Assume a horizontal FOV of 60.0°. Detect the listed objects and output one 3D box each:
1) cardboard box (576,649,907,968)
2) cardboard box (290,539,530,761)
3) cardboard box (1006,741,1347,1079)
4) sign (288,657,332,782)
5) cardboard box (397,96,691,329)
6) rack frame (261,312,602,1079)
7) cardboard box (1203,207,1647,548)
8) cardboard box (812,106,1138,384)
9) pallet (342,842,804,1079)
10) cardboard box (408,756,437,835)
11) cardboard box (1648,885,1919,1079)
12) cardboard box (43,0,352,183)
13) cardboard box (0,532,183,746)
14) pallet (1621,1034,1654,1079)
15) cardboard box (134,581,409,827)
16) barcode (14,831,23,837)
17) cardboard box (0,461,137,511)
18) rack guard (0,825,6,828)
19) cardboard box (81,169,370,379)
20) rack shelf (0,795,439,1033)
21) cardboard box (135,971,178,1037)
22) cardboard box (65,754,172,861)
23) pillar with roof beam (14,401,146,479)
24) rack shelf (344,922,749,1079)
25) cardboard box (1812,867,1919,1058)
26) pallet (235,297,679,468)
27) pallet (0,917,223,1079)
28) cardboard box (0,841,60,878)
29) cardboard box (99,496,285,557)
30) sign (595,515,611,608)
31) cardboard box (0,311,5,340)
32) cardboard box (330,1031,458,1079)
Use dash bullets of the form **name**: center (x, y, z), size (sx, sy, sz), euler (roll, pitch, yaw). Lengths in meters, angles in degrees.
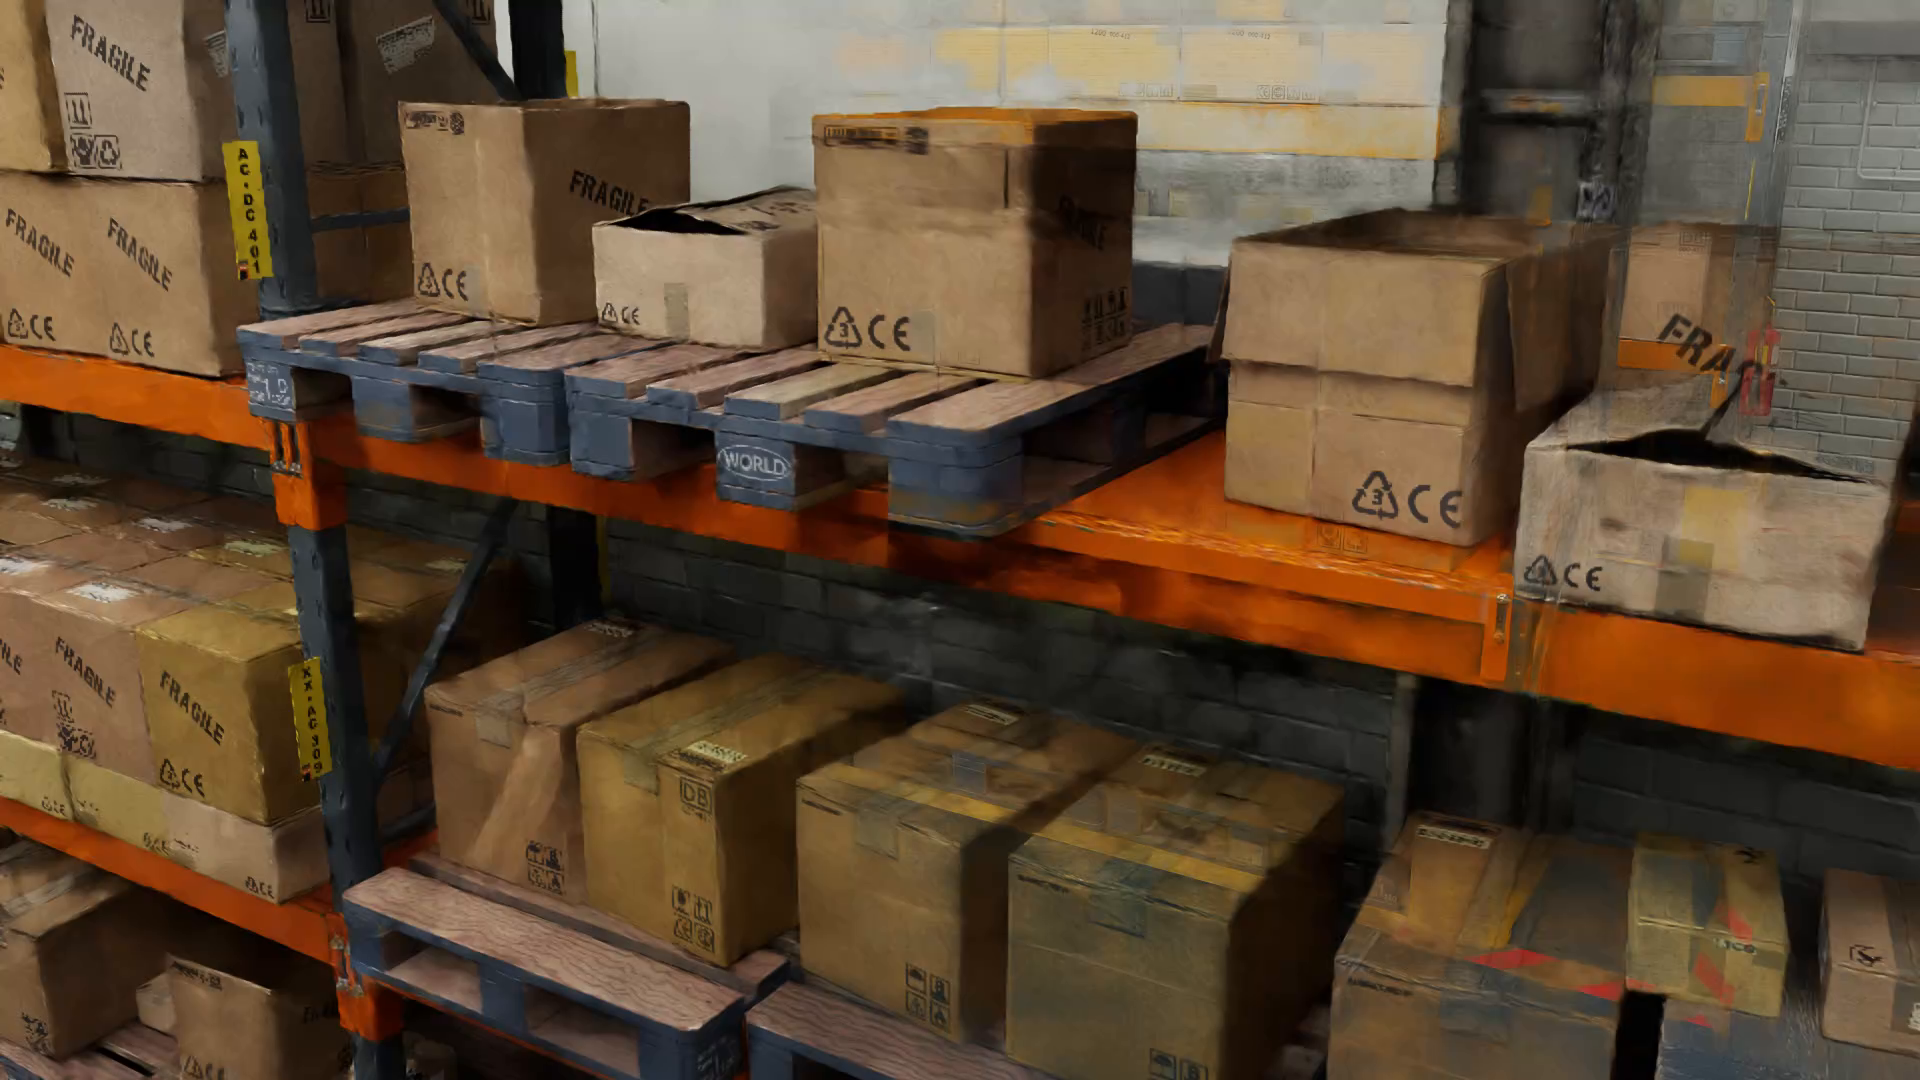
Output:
- **cardboard box**: center (-4.668, -3.313, 15.197), size (0.500, 0.500, 0.700), euler (13, 21, 36)
- **cardboard box**: center (-5.848, -3.647, 16.159), size (0.500, 0.500, 0.500), euler (10, 19, 29)
- **cardboard box**: center (-3.627, -3.130, 14.595), size (0.500, 0.500, 0.700), euler (10, 20, 30)
- **sign**: center (-5.834, -3.506, 15.272), size (0.005, 0.325, 0.100), euler (10, 20, 30)
- **cardboard box**: center (-5.132, -4.808, 14.993), size (0.500, 0.500, 0.500), euler (14, 22, 38)
- **rack frame**: center (-5.556, -3.227, 15.844), size (0.127, 3.000, 1.000), euler (10, 20, 30)
- **cardboard box**: center (-3.204, -4.333, 14.112), size (0.637, 0.503, 0.797), euler (14, 22, 38)
- **cardboard box**: center (-4.082, -4.620, 14.376), size (0.500, 0.500, 0.500), euler (9, 19, 28)
- **pallet**: center (-4.981, -2.983, 15.370), size (1.213, 0.211, 1.003), euler (10, 20, 30)
- **cardboard box**: center (-5.845, -3.289, 16.273), size (0.500, 0.250, 0.500), euler (10, 20, 31)
- **cardboard box**: center (-2.554, -2.946, 13.990), size (0.500, 0.500, 0.700), euler (8, 18, 24)
- **cardboard box**: center (-6.125, -5.207, 15.275), size (0.500, 0.500, 0.500), euler (8, 19, 25)
- **cardboard box**: center (-6.973, -3.673, 16.245), size (0.500, 0.500, 0.500), euler (9, 19, 28)
- **pallet**: center (-2.811, -2.609, 14.139), size (1.003, 0.211, 1.213), euler (10, 20, 30)
- **cardboard box**: center (-6.121, -3.519, 15.738), size (0.500, 0.500, 0.500), euler (10, 20, 30)
- **barcode**: center (-8.198, -2.733, 18.070), size (0.075, 0.075, 0.001), euler (10, 20, 30)
- **cardboard box**: center (-7.585, -3.956, 17.179), size (0.500, 0.500, 0.500), euler (10, 19, 29)
- **rack guard**: center (-8.900, -2.628, 18.172), size (0.348, 0.500, 1.175), euler (10, 20, 30)
- **cardboard box**: center (-6.118, -4.736, 15.443), size (0.500, 0.500, 0.500), euler (11, 20, 32)
- **rack shelf**: center (-7.261, -3.187, 16.950), size (4.000, 0.370, 1.077), euler (10, 20, 30)
- **cardboard box**: center (-6.909, -2.322, 17.011), size (0.250, 0.149, 0.380), euler (8, 19, 26)
- **cardboard box**: center (-6.539, -3.240, 16.109), size (0.500, 0.250, 0.500), euler (10, 20, 30)
- **pillar with roof beam**: center (-10.169, -5.747, 13.820), size (0.400, 9.000, 9.100), euler (10, 20, 30)
- **rack shelf**: center (-3.852, -2.579, 14.947), size (4.000, 0.370, 1.077), euler (10, 20, 30)
- **cardboard box**: center (-2.458, -3.232, 13.816), size (0.250, 0.149, 0.380), euler (7, 18, 23)
- **pallet**: center (-5.086, -4.452, 15.039), size (1.003, 0.211, 1.213), euler (10, 20, 30)
- **pallet**: center (-7.191, -2.171, 17.167), size (1.213, 0.211, 1.003), euler (10, 20, 30)
- **cardboard box**: center (-7.937, -2.545, 17.468), size (0.500, 0.311, 0.500), euler (12, 21, 35)
- **cardboard box**: center (-6.708, -3.804, 16.676), size (0.500, 0.500, 0.500), euler (11, 20, 32)
- **sign**: center (-5.269, -3.919, 16.130), size (0.005, 0.325, 0.100), euler (10, 20, 30)
- **cardboard box**: center (-7.032, -4.890, 15.952), size (0.500, 0.500, 0.500), euler (9, 19, 28)
- **cardboard box**: center (-6.028, -2.156, 16.435), size (0.250, 0.166, 0.380), euler (7, 18, 23)
